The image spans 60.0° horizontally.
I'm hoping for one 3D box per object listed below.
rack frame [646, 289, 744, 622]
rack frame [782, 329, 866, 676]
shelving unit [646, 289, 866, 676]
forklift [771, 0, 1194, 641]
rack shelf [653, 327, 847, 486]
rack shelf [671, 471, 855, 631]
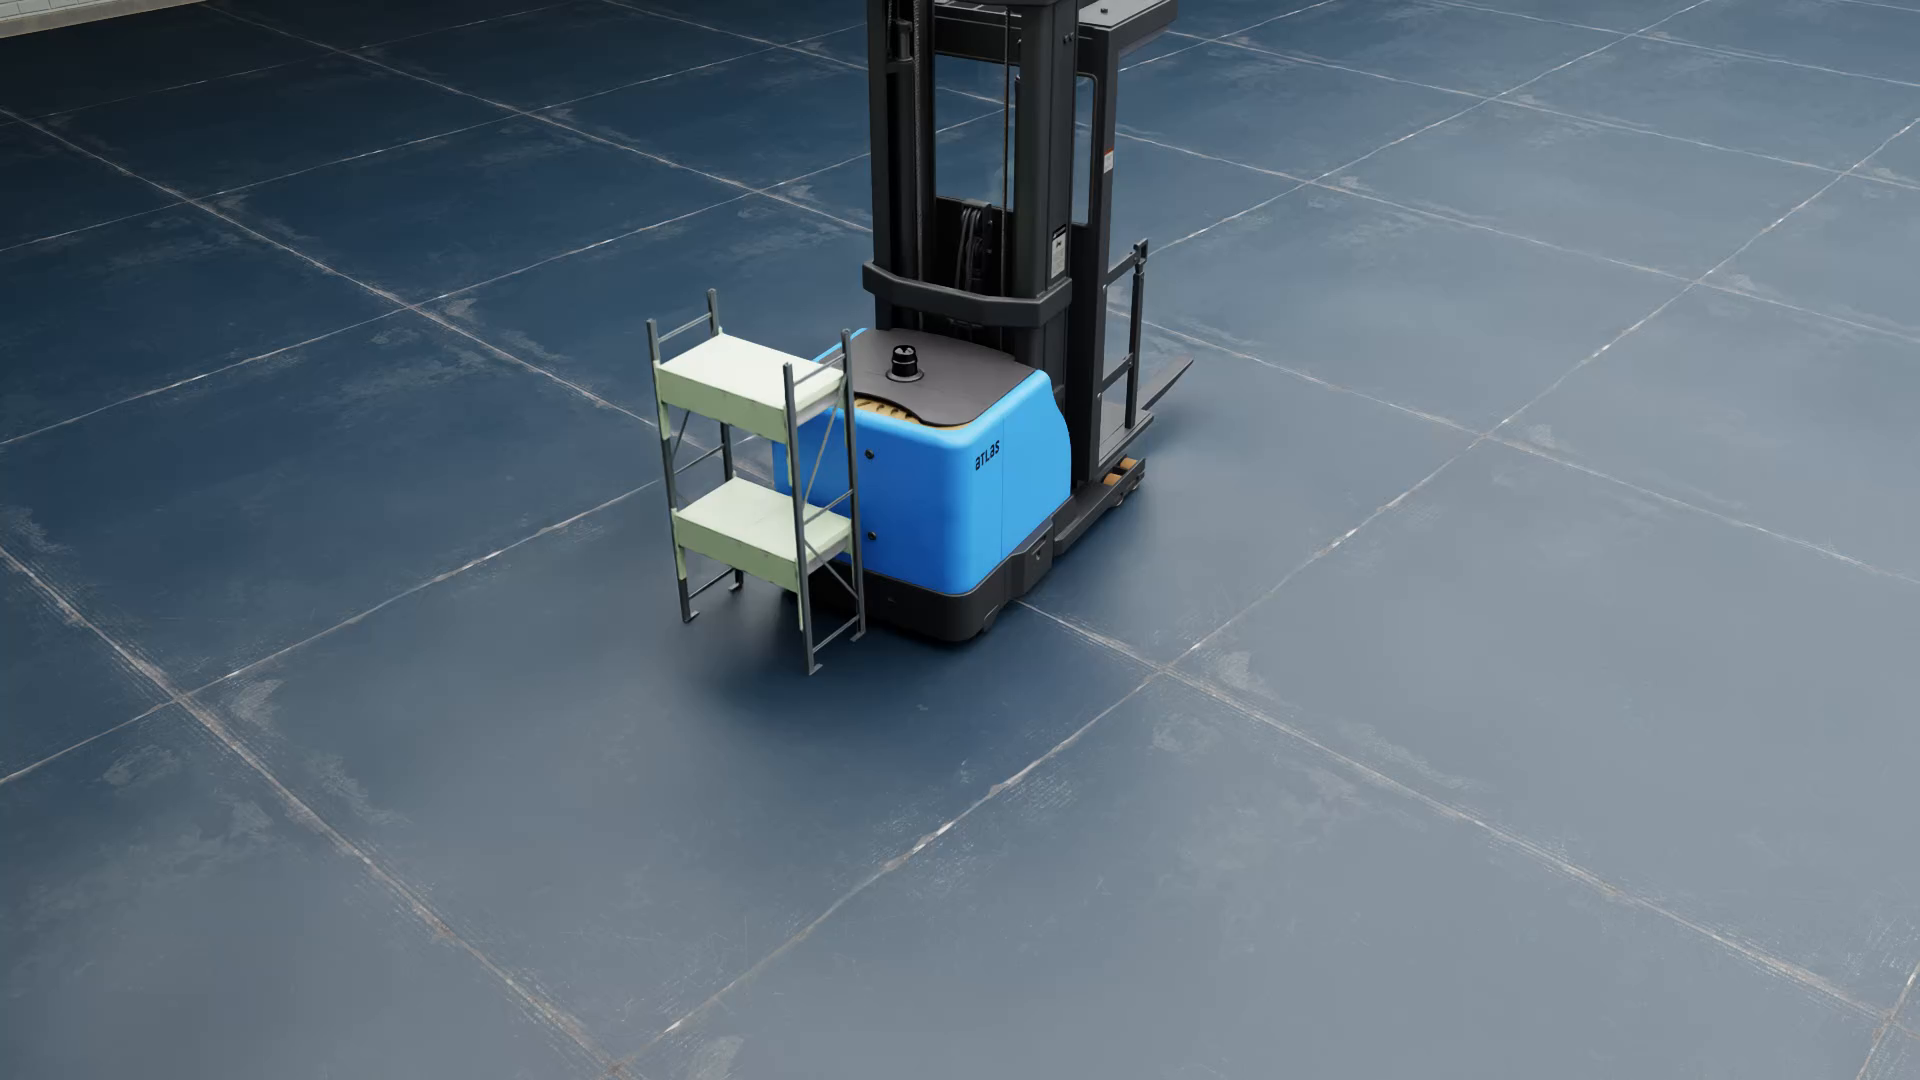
[{"bbox_3d":[-1.158,-0.348,7.366,0.023,1.500,0.400,20,37,30],"label":"rack frame"},{"bbox_3d":[-0.559,-0.131,7.005,0.023,1.500,0.400,20,37,30],"label":"rack frame"},{"bbox_3d":[-0.859,-0.240,7.185,0.755,1.500,0.431,20,37,30],"label":"shelving unit"},{"bbox_3d":[0.310,-1.536,7.960,1.130,2.935,3.031,16,35,25],"label":"forklift"},{"bbox_3d":[-0.863,-0.571,6.978,0.720,0.370,0.431,20,37,30],"label":"rack shelf"},{"bbox_3d":[-0.855,0.037,7.358,0.720,0.370,0.431,20,37,30],"label":"rack shelf"}]
